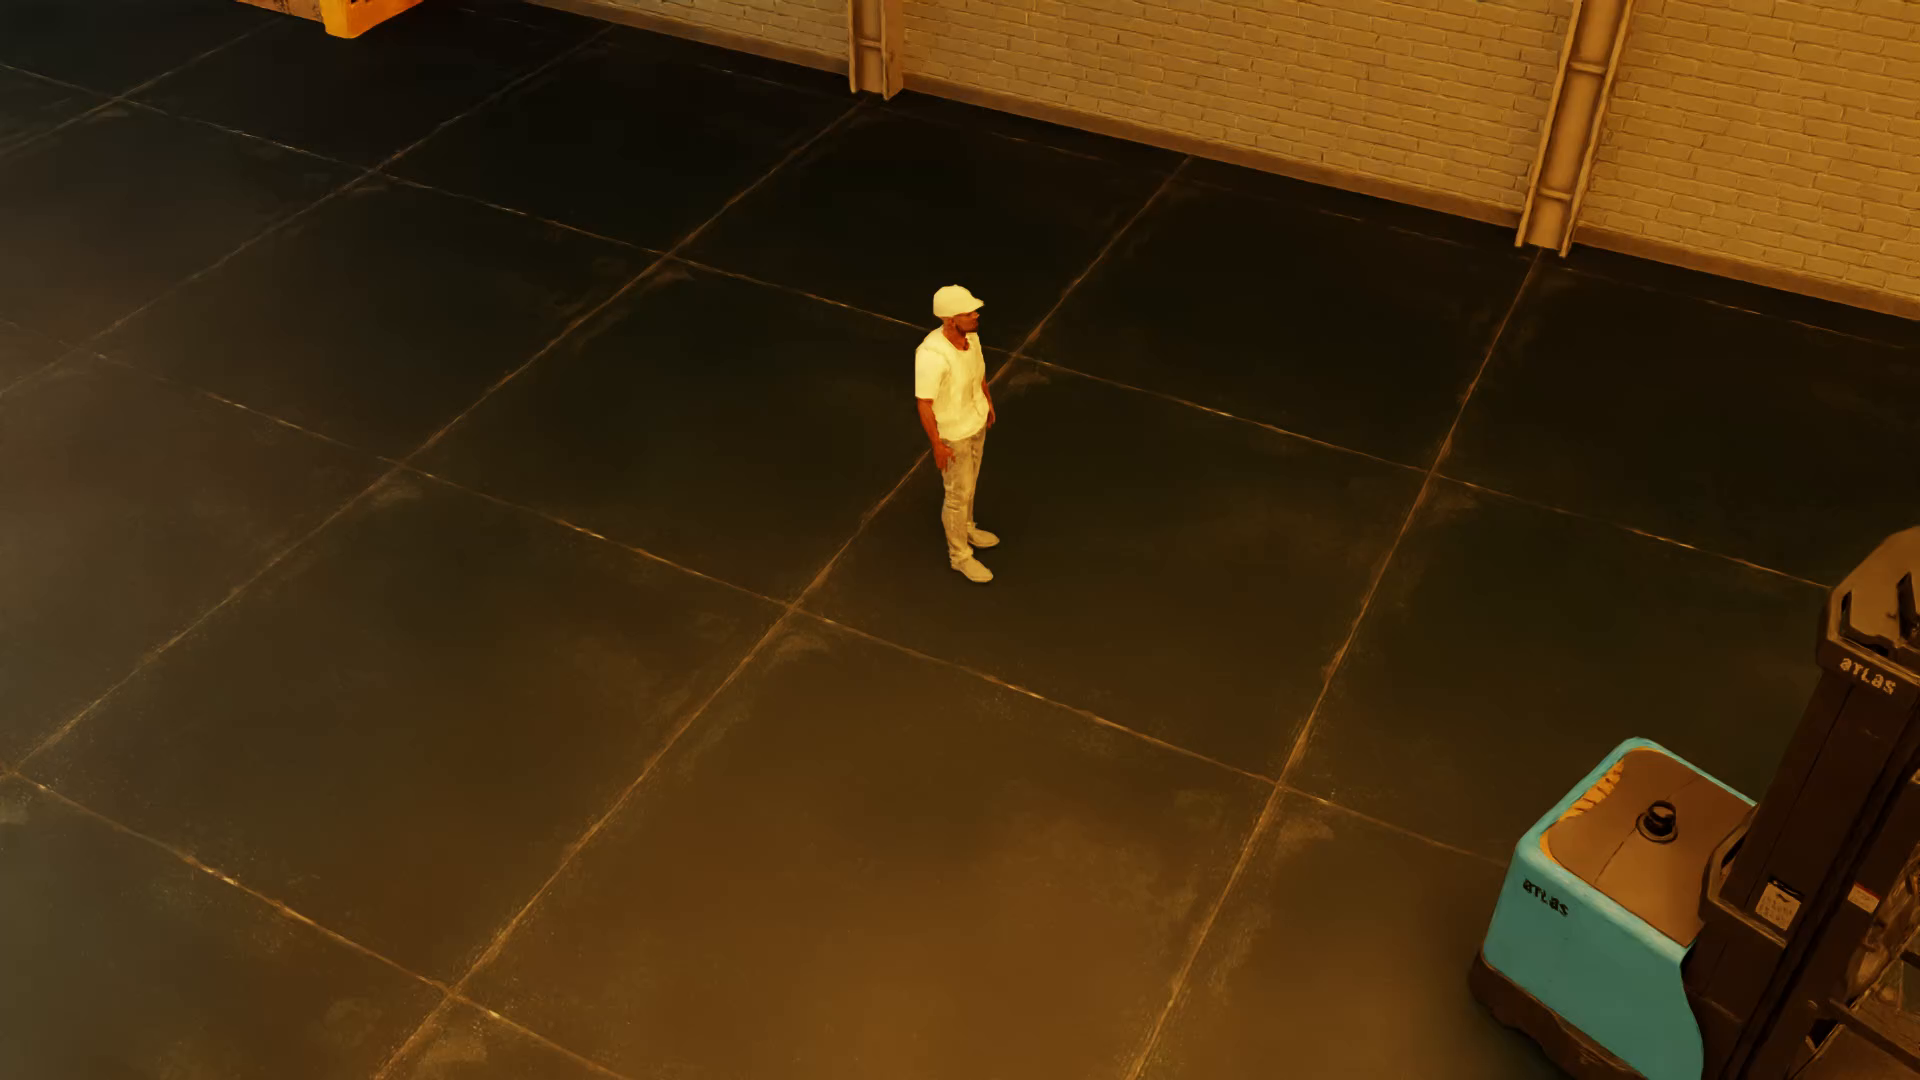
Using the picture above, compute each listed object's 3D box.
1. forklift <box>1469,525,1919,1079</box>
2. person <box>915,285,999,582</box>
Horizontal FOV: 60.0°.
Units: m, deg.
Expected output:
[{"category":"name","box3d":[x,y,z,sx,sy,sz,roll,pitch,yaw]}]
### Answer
[{"category":"forklift","box3d":[3.726,1.480,6.229,1.130,2.935,3.031,-31,49,-31]},{"category":"person","box3d":[0.059,-0.655,9.662,0.576,1.760,0.665,18,43,21]}]
